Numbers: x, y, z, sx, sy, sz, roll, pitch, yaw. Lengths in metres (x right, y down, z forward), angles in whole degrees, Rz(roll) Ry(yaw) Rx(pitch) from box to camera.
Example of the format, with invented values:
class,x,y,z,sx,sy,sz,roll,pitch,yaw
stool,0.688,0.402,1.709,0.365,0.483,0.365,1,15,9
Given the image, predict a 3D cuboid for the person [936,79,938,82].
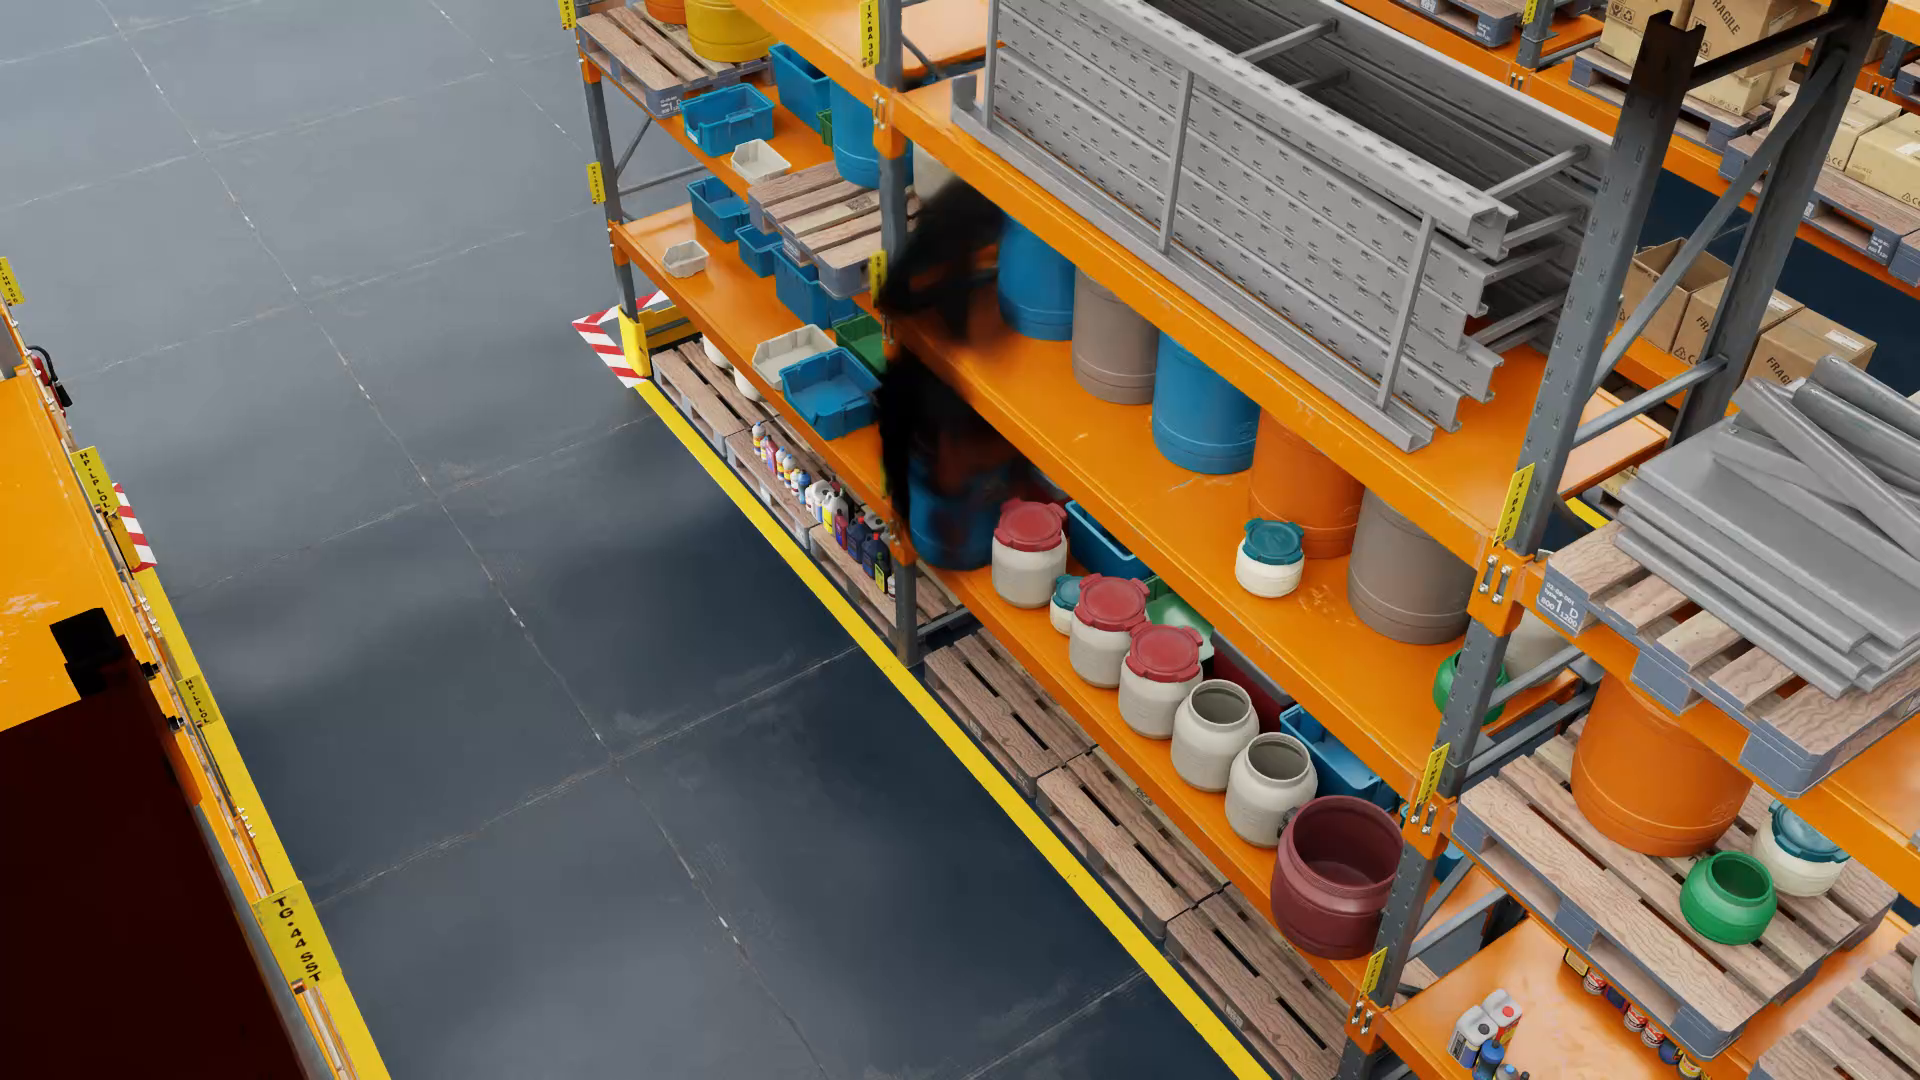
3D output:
class,x,y,z,sx,sy,sz,roll,pitch,yaw
person,-0.614,-4.907,15.725,0.931,1.797,0.661,-5,43,-6
